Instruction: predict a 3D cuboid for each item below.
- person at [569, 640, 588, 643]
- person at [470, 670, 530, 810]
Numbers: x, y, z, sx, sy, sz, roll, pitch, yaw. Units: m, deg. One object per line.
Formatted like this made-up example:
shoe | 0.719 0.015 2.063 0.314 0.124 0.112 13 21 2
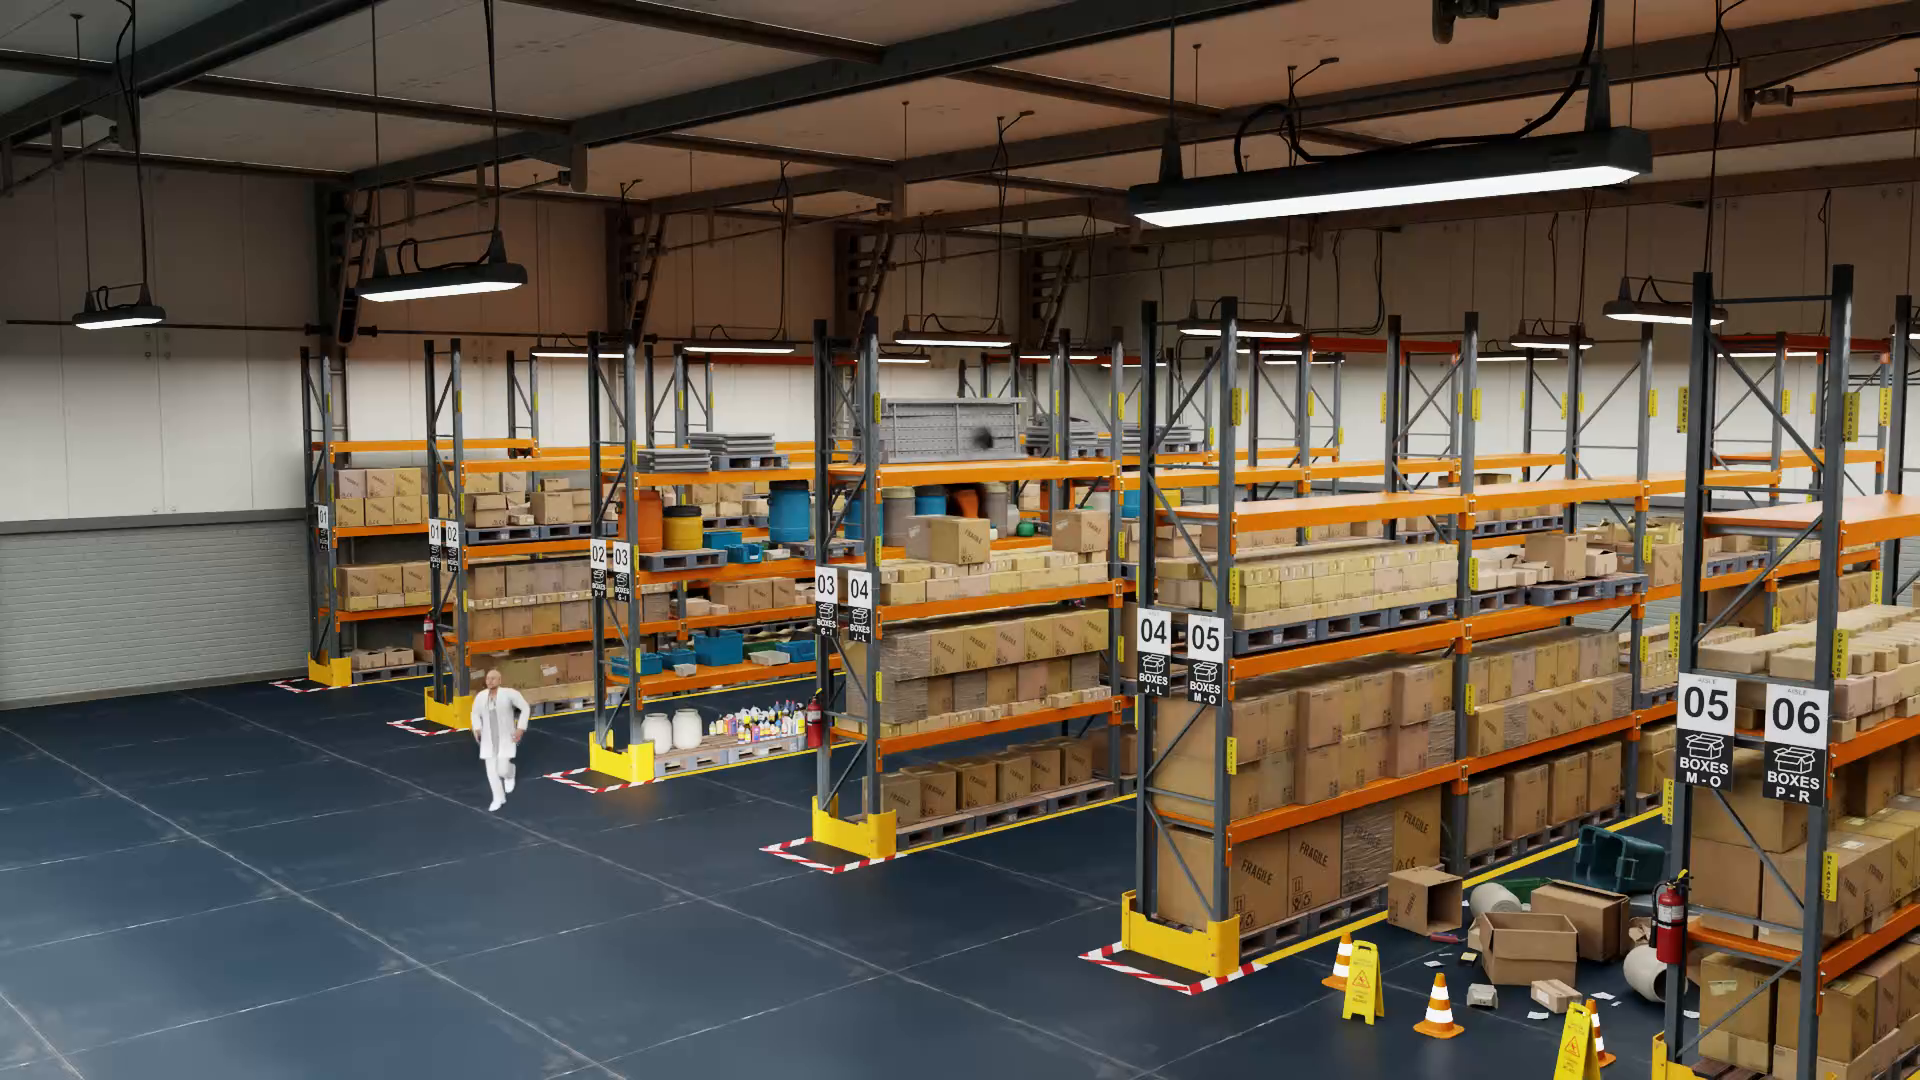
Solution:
person | -6.694 1.718 29.343 0.763 1.739 0.690 -5 7 -44
person | -5.753 2.482 20.779 0.732 1.752 0.706 0 5 5
